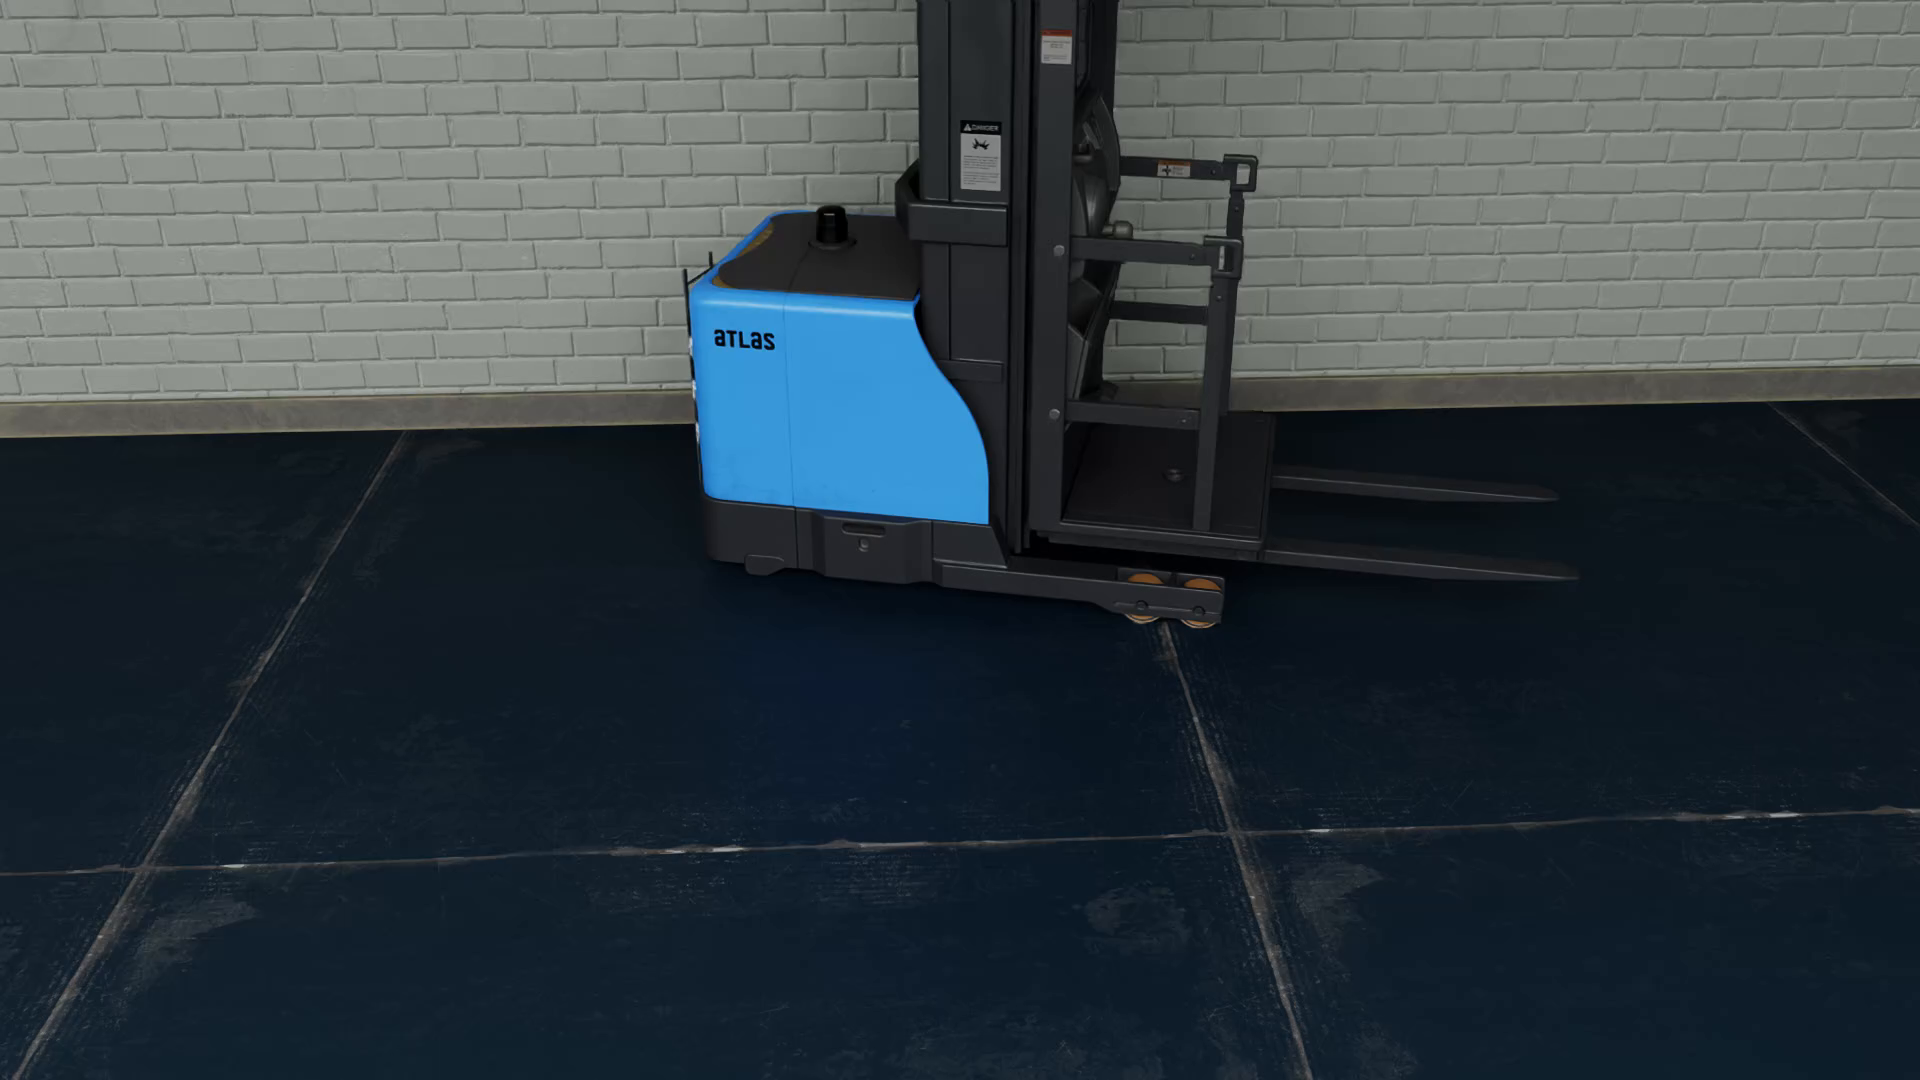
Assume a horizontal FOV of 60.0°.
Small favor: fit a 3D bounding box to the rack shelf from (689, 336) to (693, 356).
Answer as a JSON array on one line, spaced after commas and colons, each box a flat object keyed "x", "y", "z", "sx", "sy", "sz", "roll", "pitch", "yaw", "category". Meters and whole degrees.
[{"x": -0.905, "y": -0.783, "z": 6.461, "sx": 0.200, "sy": 0.077, "sz": 0.258, "roll": 9, "pitch": 29, "yaw": 16, "category": "rack shelf"}]

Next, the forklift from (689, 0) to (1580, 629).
[{"x": 0.642, "y": -1.266, "z": 5.507, "sx": 3.031, "sy": 2.935, "sz": 1.130, "roll": 5, "pitch": 28, "yaw": 10, "category": "forklift"}]

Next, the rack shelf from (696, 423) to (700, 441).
[{"x": -0.905, "y": -0.464, "z": 6.627, "sx": 0.200, "sy": 0.077, "sz": 0.258, "roll": 9, "pitch": 29, "yaw": 16, "category": "rack shelf"}]

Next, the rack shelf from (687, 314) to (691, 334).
[{"x": -0.905, "y": -0.863, "z": 6.419, "sx": 0.200, "sy": 0.077, "sz": 0.258, "roll": 9, "pitch": 29, "yaw": 16, "category": "rack shelf"}]

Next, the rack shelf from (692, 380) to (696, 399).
[{"x": -0.905, "y": -0.623, "z": 6.544, "sx": 0.200, "sy": 0.077, "sz": 0.258, "roll": 9, "pitch": 29, "yaw": 16, "category": "rack shelf"}]

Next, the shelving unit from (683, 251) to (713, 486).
[{"x": -0.905, "y": -0.653, "z": 6.528, "sx": 0.210, "sy": 0.900, "sz": 0.258, "roll": 9, "pitch": 29, "yaw": 16, "category": "shelving unit"}]

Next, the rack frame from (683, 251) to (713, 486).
[{"x": -1.002, "y": -0.667, "z": 6.557, "sx": 0.006, "sy": 0.900, "sz": 0.240, "roll": 9, "pitch": 29, "yaw": 16, "category": "rack frame"}]

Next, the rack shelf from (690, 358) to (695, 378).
[{"x": -0.905, "y": -0.703, "z": 6.502, "sx": 0.200, "sy": 0.077, "sz": 0.258, "roll": 9, "pitch": 29, "yaw": 16, "category": "rack shelf"}]

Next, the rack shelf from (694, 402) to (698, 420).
[{"x": -0.905, "y": -0.543, "z": 6.585, "sx": 0.200, "sy": 0.077, "sz": 0.258, "roll": 9, "pitch": 29, "yaw": 16, "category": "rack shelf"}]
